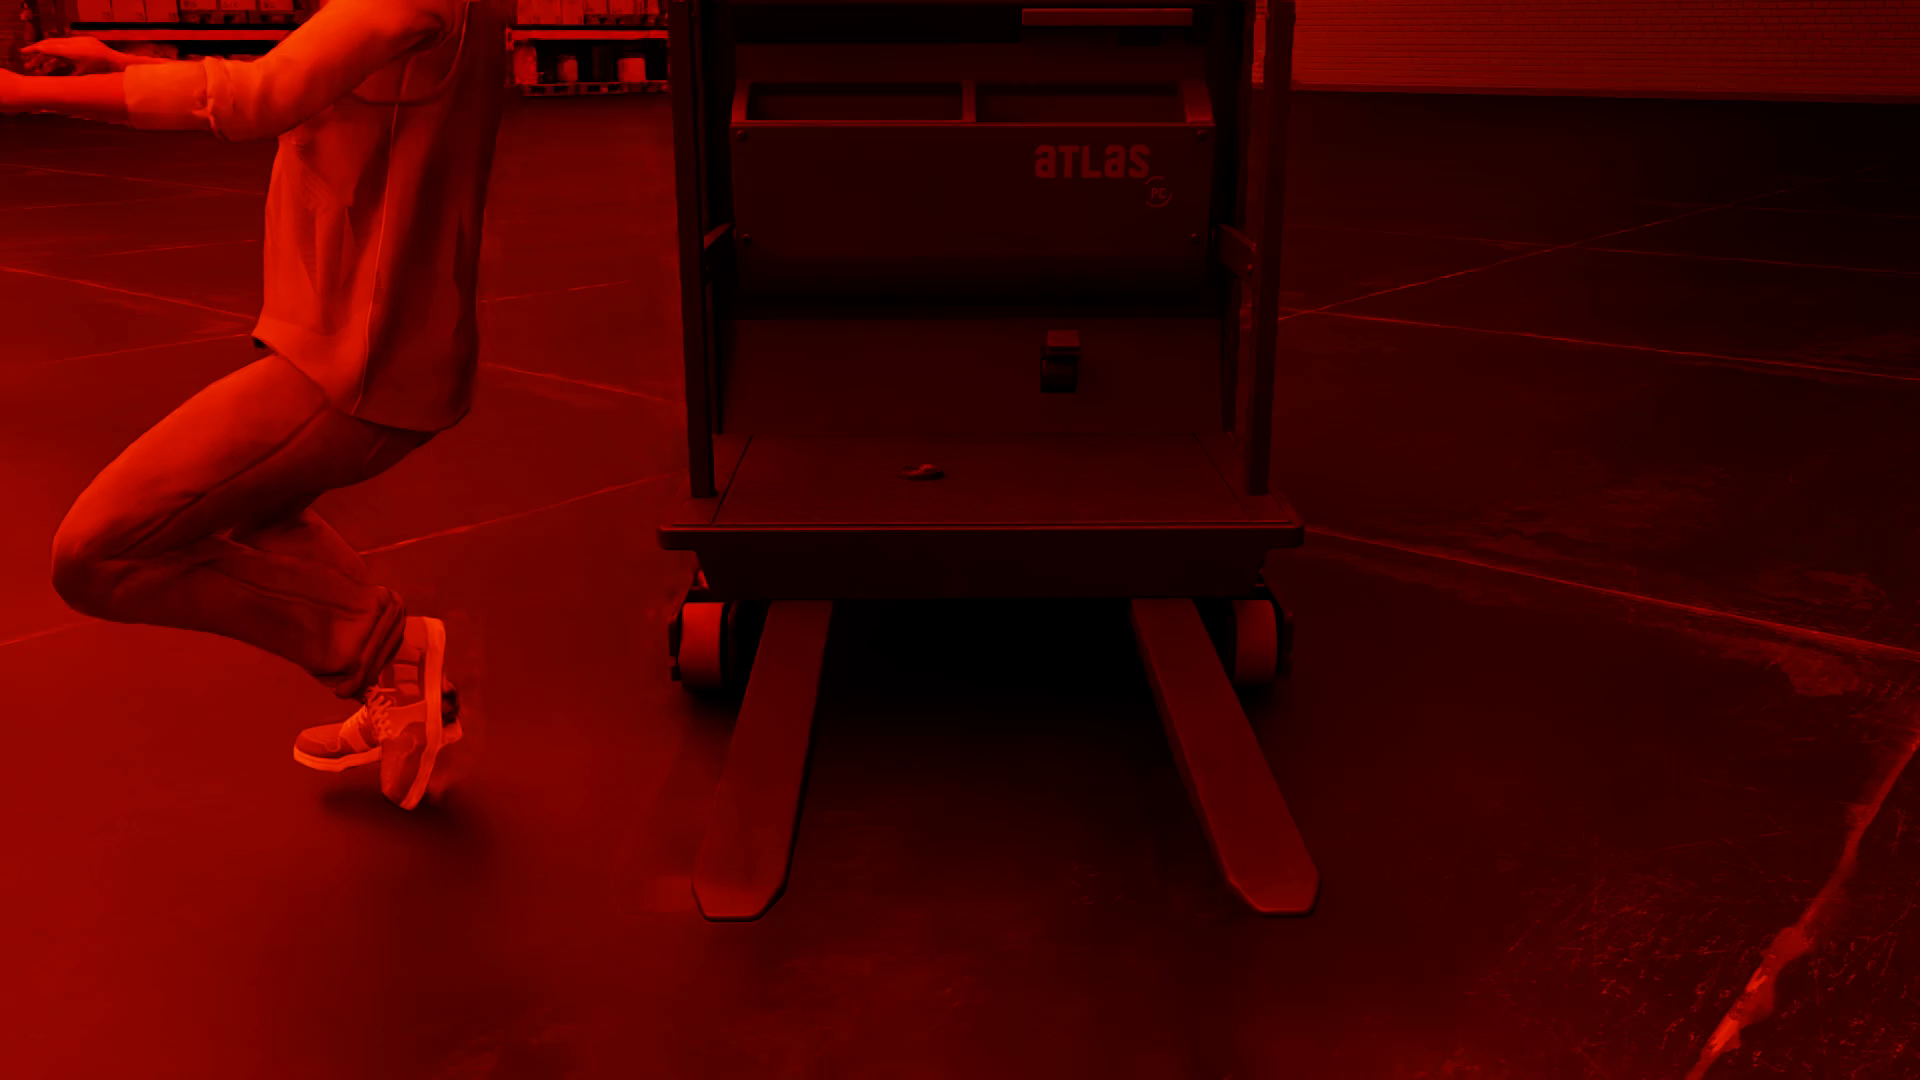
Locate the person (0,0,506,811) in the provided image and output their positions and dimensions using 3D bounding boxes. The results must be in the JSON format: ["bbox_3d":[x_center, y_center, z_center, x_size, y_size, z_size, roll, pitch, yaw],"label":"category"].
[{"bbox_3d":[-0.927,-0.259,2.195,0.705,1.443,0.688,-2,17,-8],"label":"person"}]

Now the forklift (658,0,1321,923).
[{"bbox_3d":[0.030,-1.218,2.909,1.130,2.935,3.031,0,17,-1],"label":"forklift"}]
